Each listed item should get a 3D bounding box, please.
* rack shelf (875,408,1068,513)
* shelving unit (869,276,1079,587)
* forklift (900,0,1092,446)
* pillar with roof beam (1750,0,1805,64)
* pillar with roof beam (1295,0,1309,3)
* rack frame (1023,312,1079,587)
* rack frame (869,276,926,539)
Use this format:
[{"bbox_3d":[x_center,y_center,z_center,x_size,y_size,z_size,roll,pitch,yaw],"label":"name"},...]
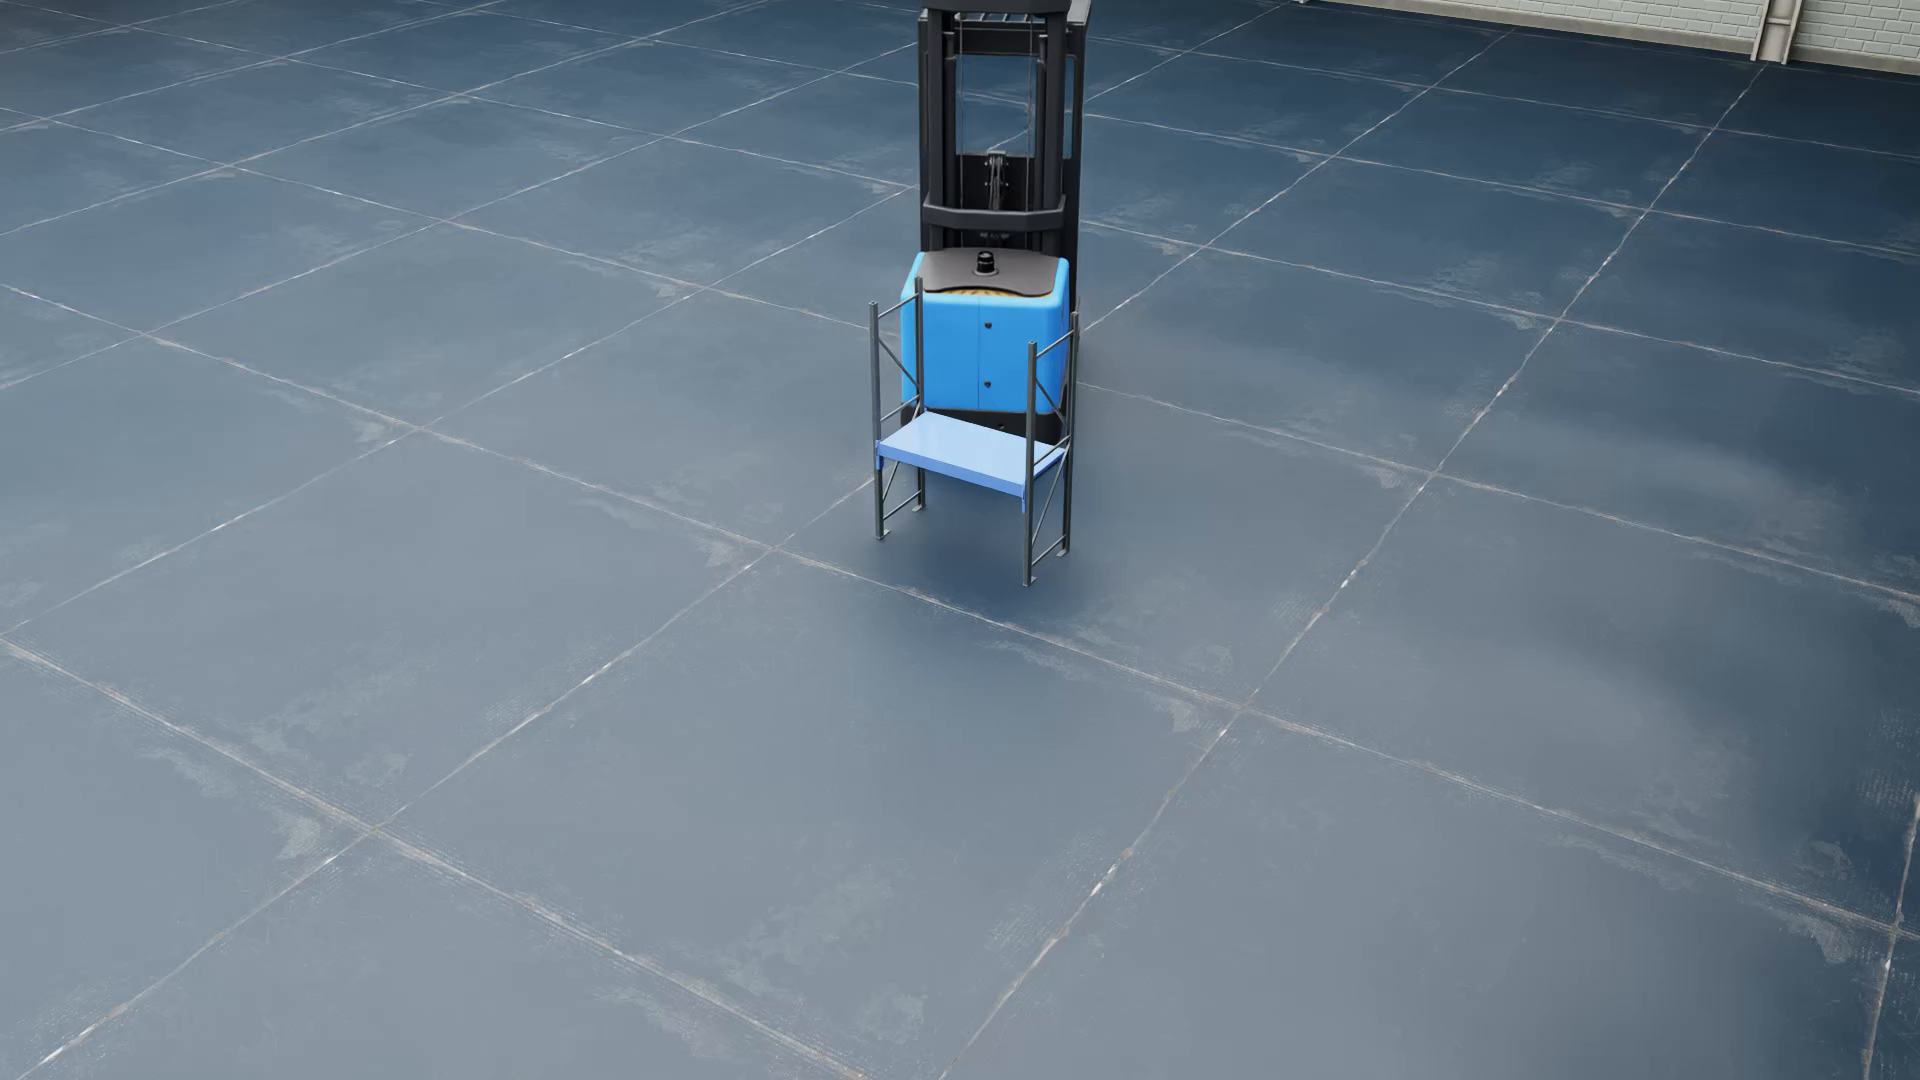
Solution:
[{"bbox_3d":[0.072,-0.470,9.596,1.000,0.185,0.538,18,35,27],"label":"rack shelf"},{"bbox_3d":[0.072,-0.625,9.505,1.048,1.500,0.538,18,35,27],"label":"shelving unit"},{"bbox_3d":[0.299,-2.591,11.456,1.130,2.935,3.031,3,30,6],"label":"forklift"},{"bbox_3d":[7.297,-7.735,14.250,0.400,9.000,9.100,18,35,27],"label":"pillar with roof beam"},{"bbox_3d":[2.215,-9.342,17.006,0.400,9.000,9.100,18,35,27],"label":"pillar with roof beam"},{"bbox_3d":[0.503,-0.489,9.272,0.032,1.500,0.500,18,35,27],"label":"rack frame"},{"bbox_3d":[-0.358,-0.761,9.739,0.032,1.500,0.500,18,35,27],"label":"rack frame"}]
